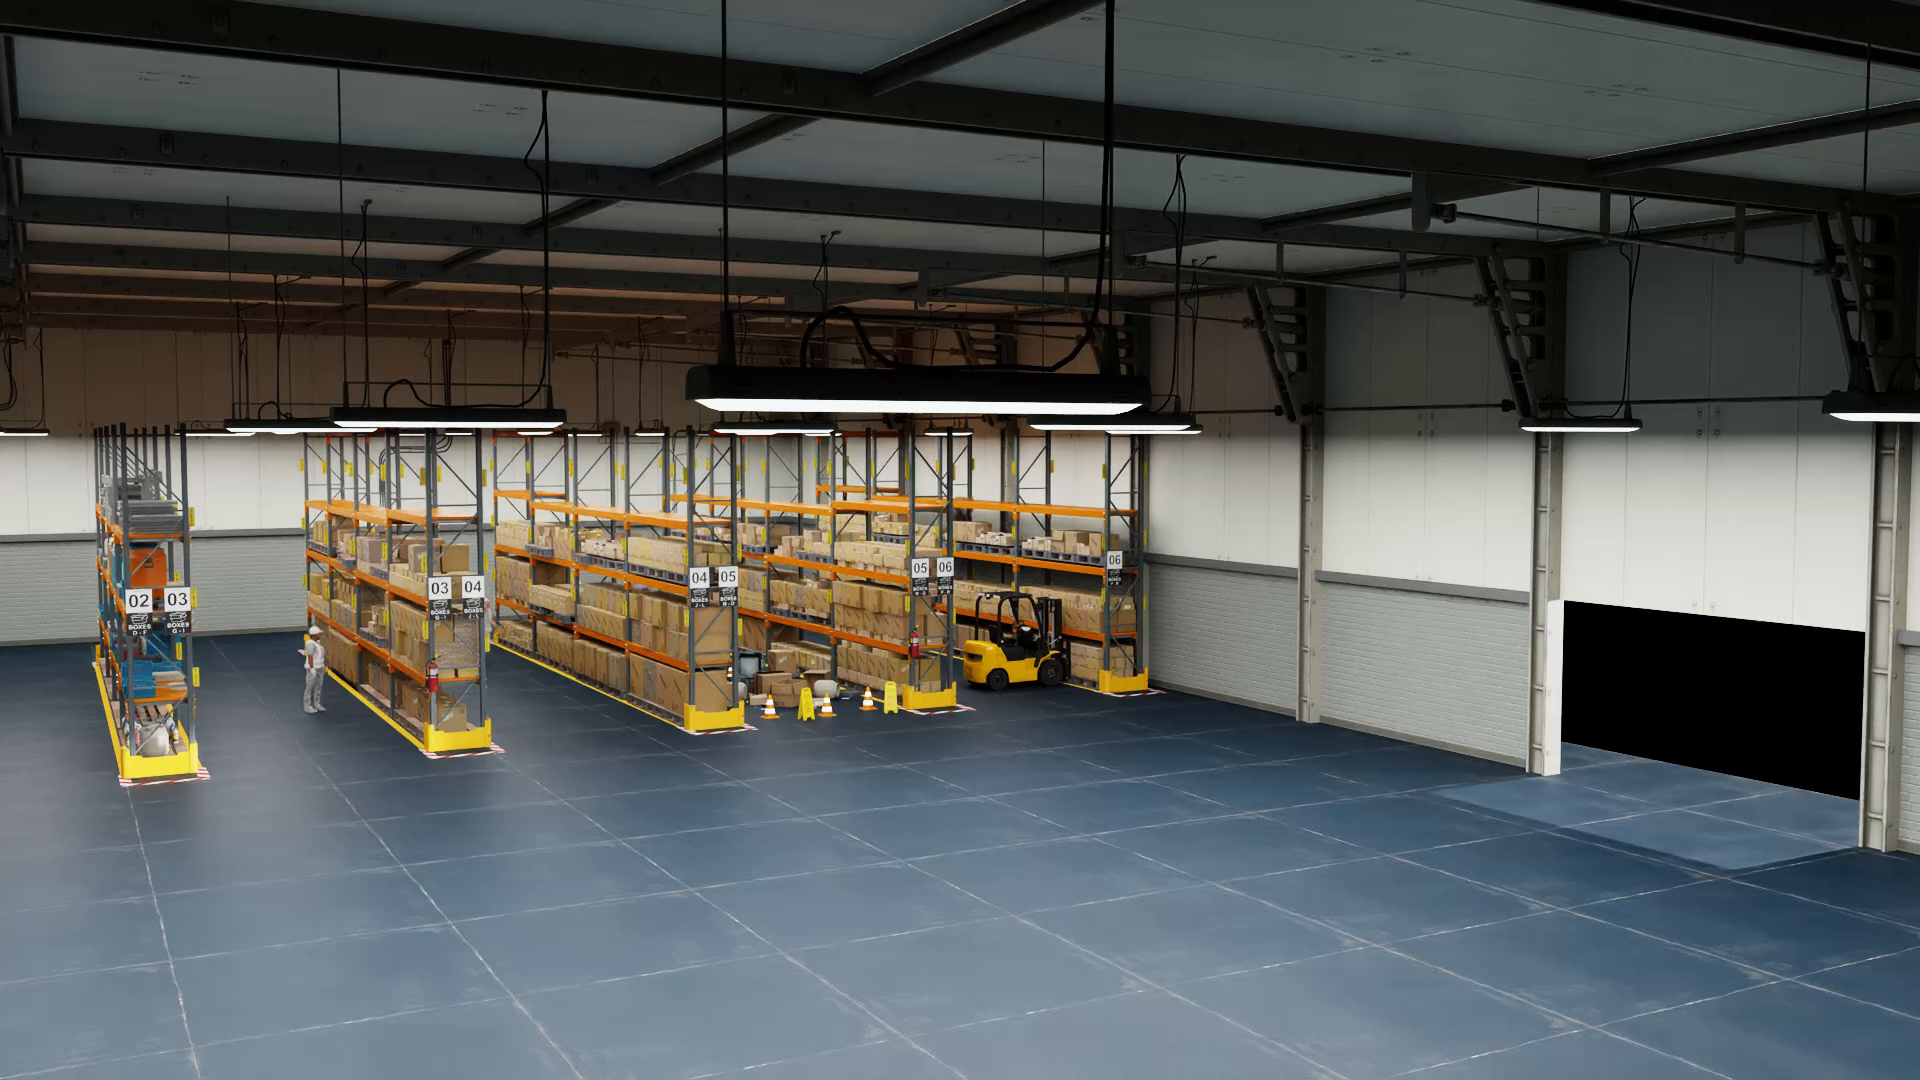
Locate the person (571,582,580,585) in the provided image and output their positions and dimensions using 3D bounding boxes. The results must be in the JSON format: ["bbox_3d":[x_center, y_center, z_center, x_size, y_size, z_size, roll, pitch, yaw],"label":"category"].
[{"bbox_3d":[-10.836,1.987,47.138,0.529,1.781,0.619,-2,4,-30],"label":"person"}]

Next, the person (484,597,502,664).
[{"bbox_3d":[-11.995,2.346,41.944,0.773,1.812,0.877,-2,4,-28],"label":"person"}]

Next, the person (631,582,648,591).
[{"bbox_3d":[-10.237,1.717,52.705,0.539,1.643,0.597,2,4,26],"label":"person"}]

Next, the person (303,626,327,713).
[{"bbox_3d":[-13.549,2.706,34.951,0.377,1.797,0.608,0,3,8],"label":"person"}]
